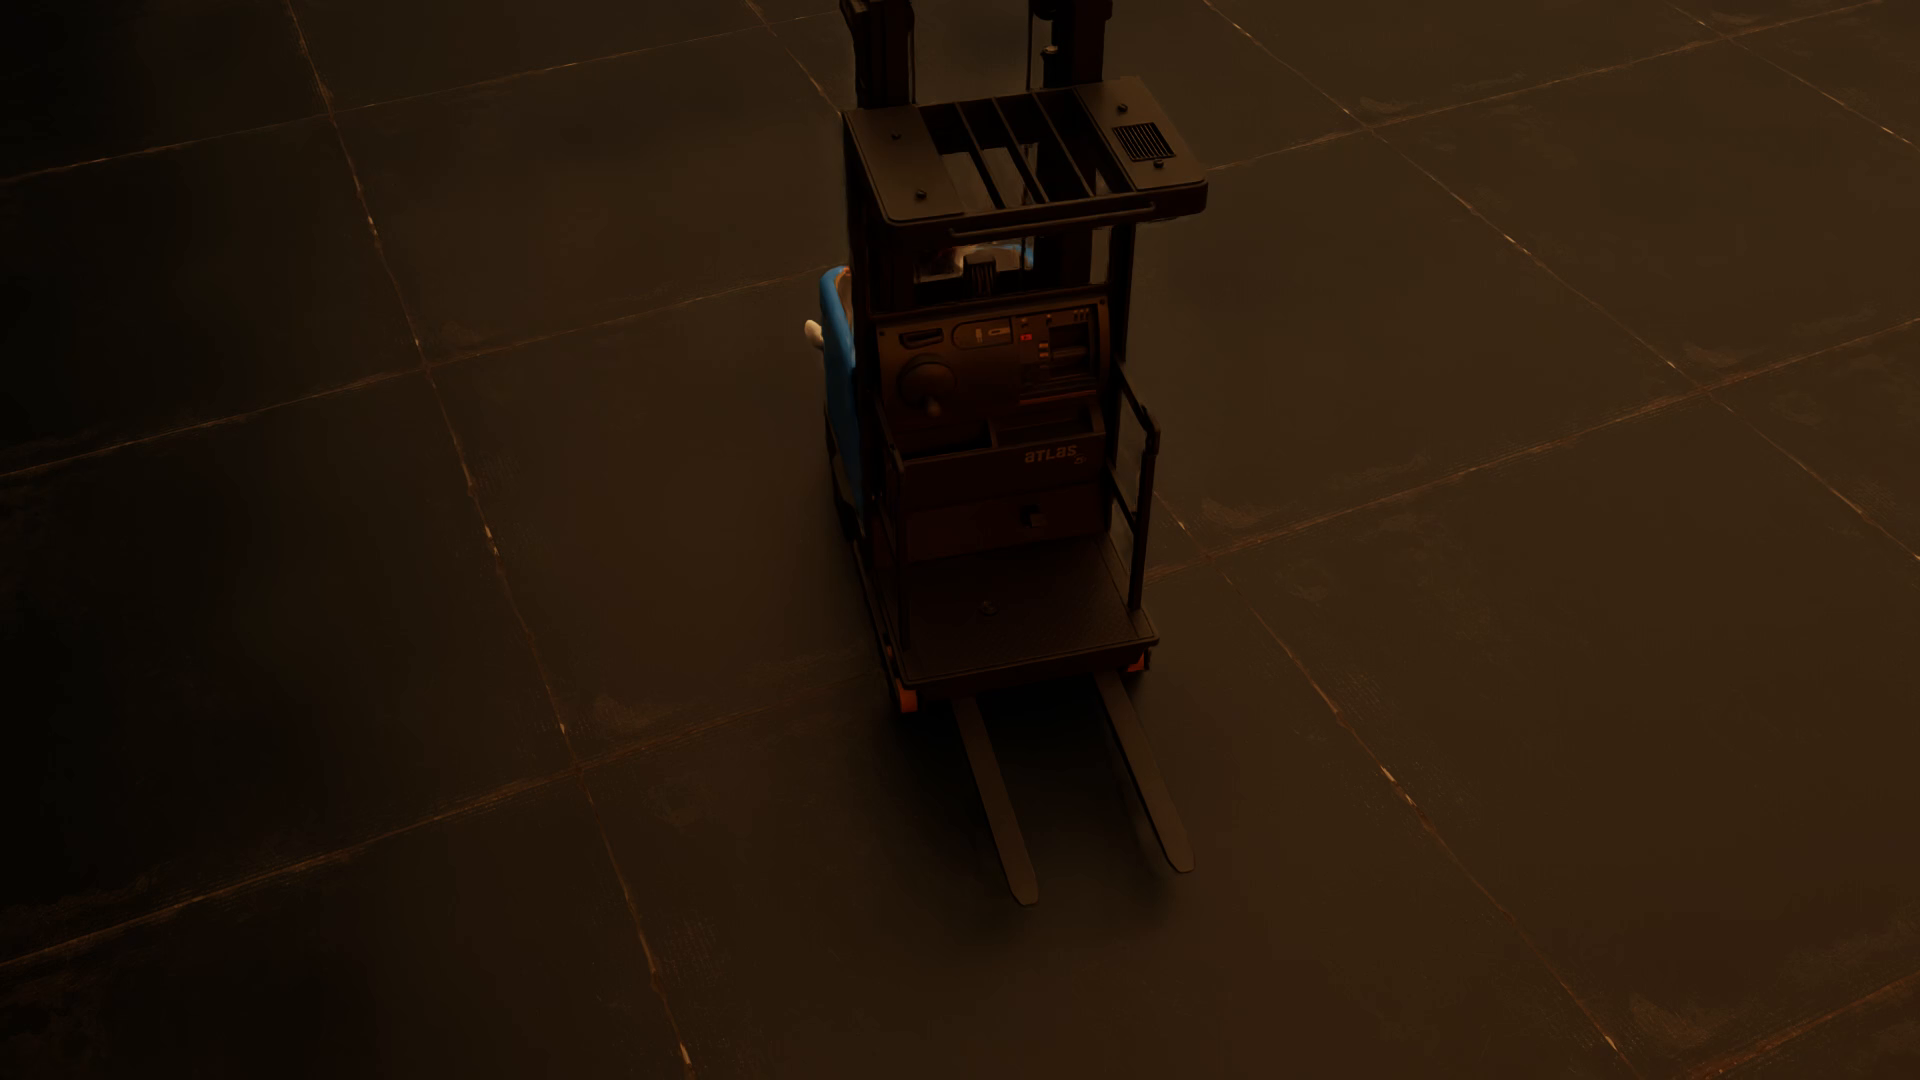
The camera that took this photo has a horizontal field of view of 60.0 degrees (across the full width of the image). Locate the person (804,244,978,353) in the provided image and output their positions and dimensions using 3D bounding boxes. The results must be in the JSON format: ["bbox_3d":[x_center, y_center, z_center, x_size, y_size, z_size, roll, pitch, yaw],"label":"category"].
[{"bbox_3d":[-0.235,-1.000,7.956,1.113,1.317,0.994,0,43,0],"label":"person"}]

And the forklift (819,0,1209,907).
[{"bbox_3d":[0.189,-0.629,6.354,1.130,2.935,3.031,-9,44,-10],"label":"forklift"}]
